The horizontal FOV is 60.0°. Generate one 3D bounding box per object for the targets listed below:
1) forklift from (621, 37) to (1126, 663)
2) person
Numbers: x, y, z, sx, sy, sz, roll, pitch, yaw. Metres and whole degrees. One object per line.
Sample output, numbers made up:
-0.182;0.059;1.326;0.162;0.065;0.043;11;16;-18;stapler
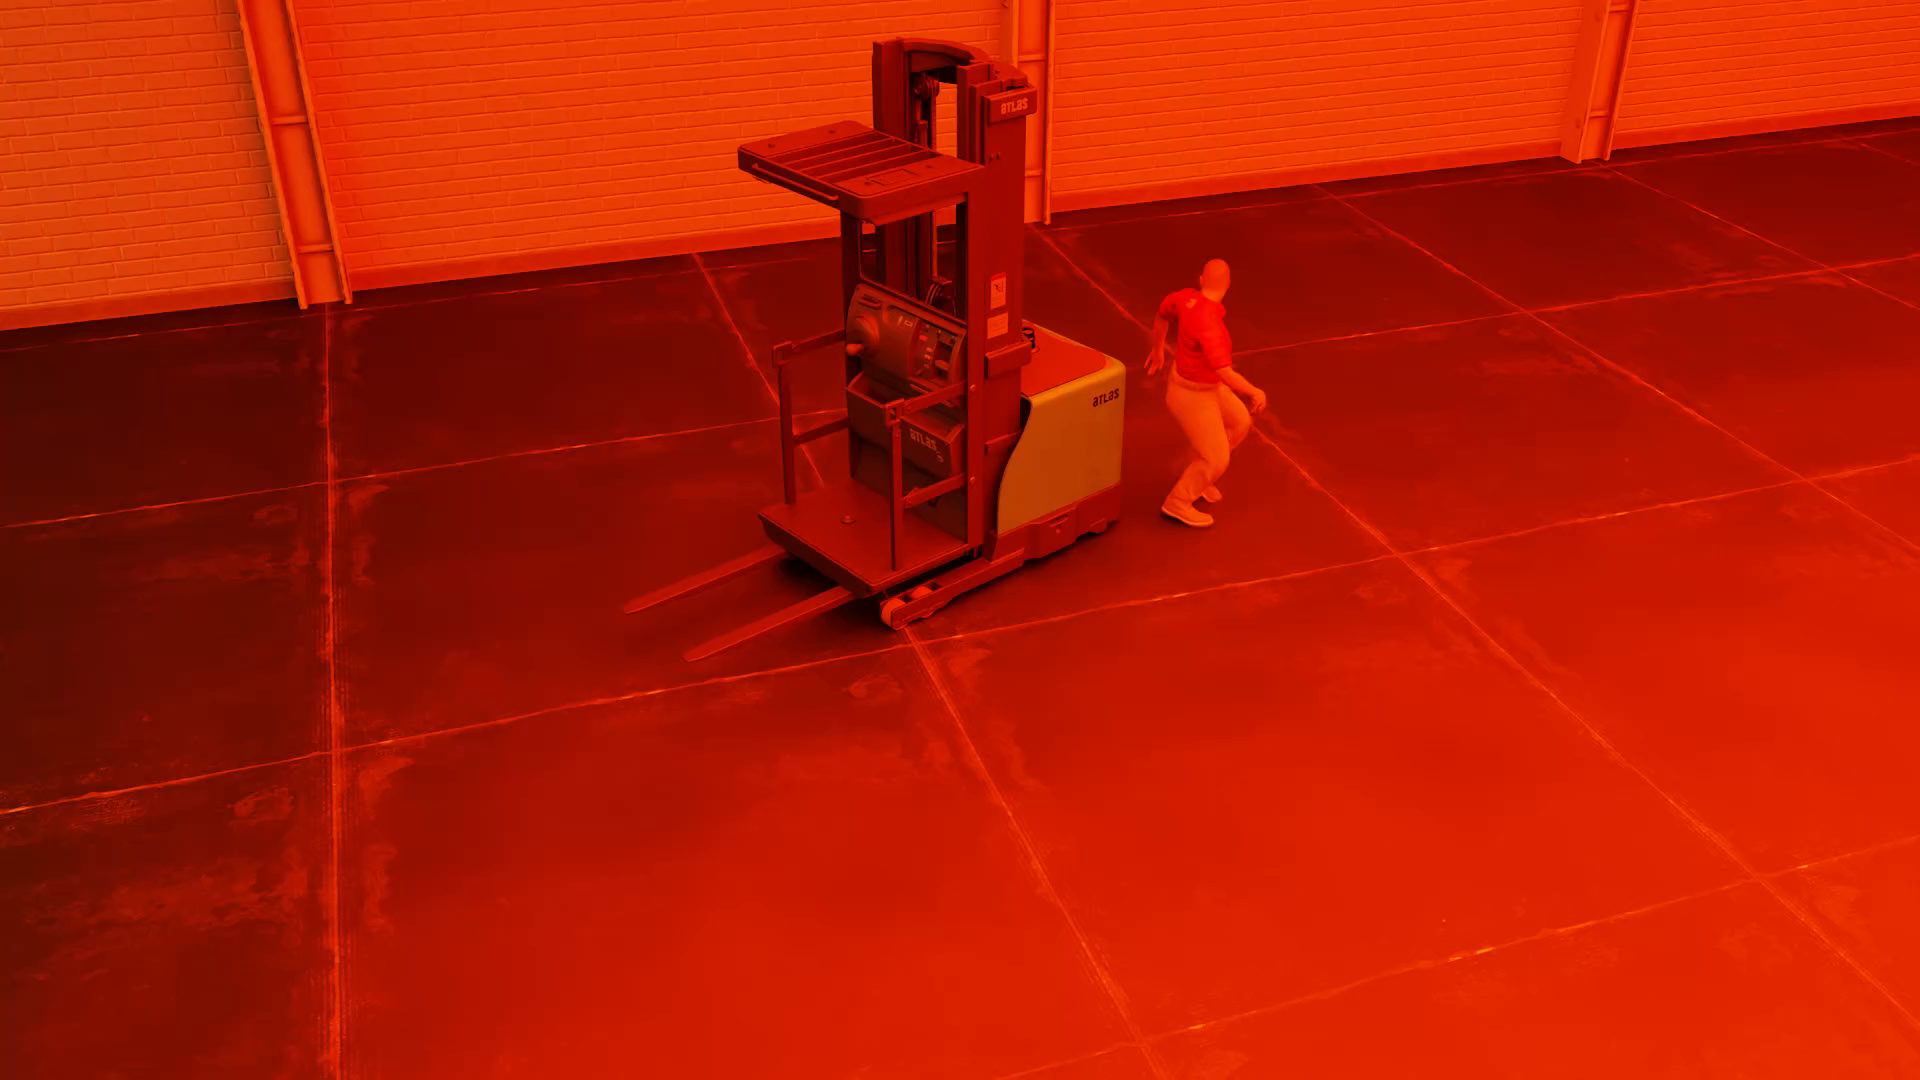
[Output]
-0.461;-1.072;8.951;3.031;2.935;1.130;-23;37;-34;forklift
1.454;-0.876;9.936;0.731;1.692;0.723;4;30;7;person
